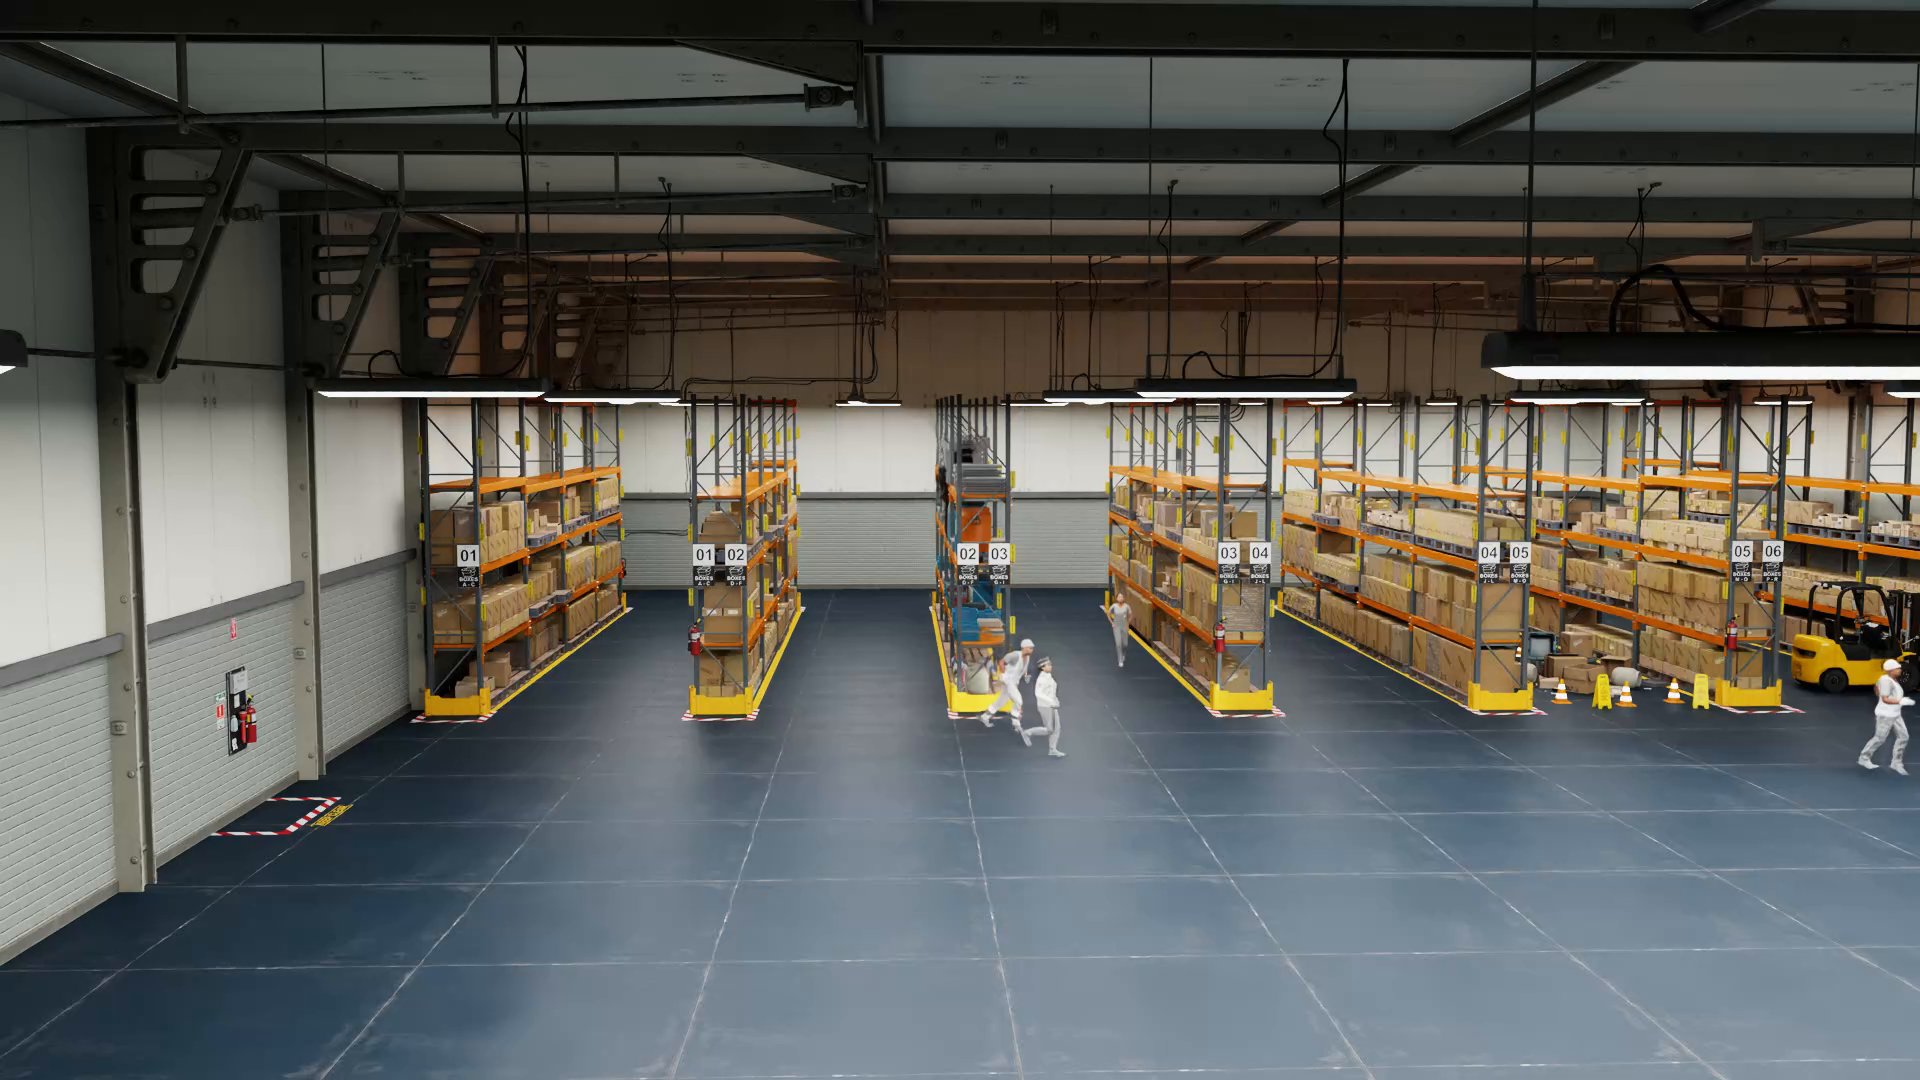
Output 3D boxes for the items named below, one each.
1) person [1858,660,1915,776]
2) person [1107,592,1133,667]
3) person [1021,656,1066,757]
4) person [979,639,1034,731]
[{"bbox_3d":[14.548,2.789,26.072,0.659,1.842,0.787,-4,6,-45],"label":"person"},{"bbox_3d":[3.574,1.982,37.210,0.578,1.641,0.625,0,4,1],"label":"person"},{"bbox_3d":[1.393,2.736,27.427,0.742,1.661,0.617,1,5,17],"label":"person"},{"bbox_3d":[0.879,2.597,29.786,1.023,1.698,0.670,3,5,32],"label":"person"}]
